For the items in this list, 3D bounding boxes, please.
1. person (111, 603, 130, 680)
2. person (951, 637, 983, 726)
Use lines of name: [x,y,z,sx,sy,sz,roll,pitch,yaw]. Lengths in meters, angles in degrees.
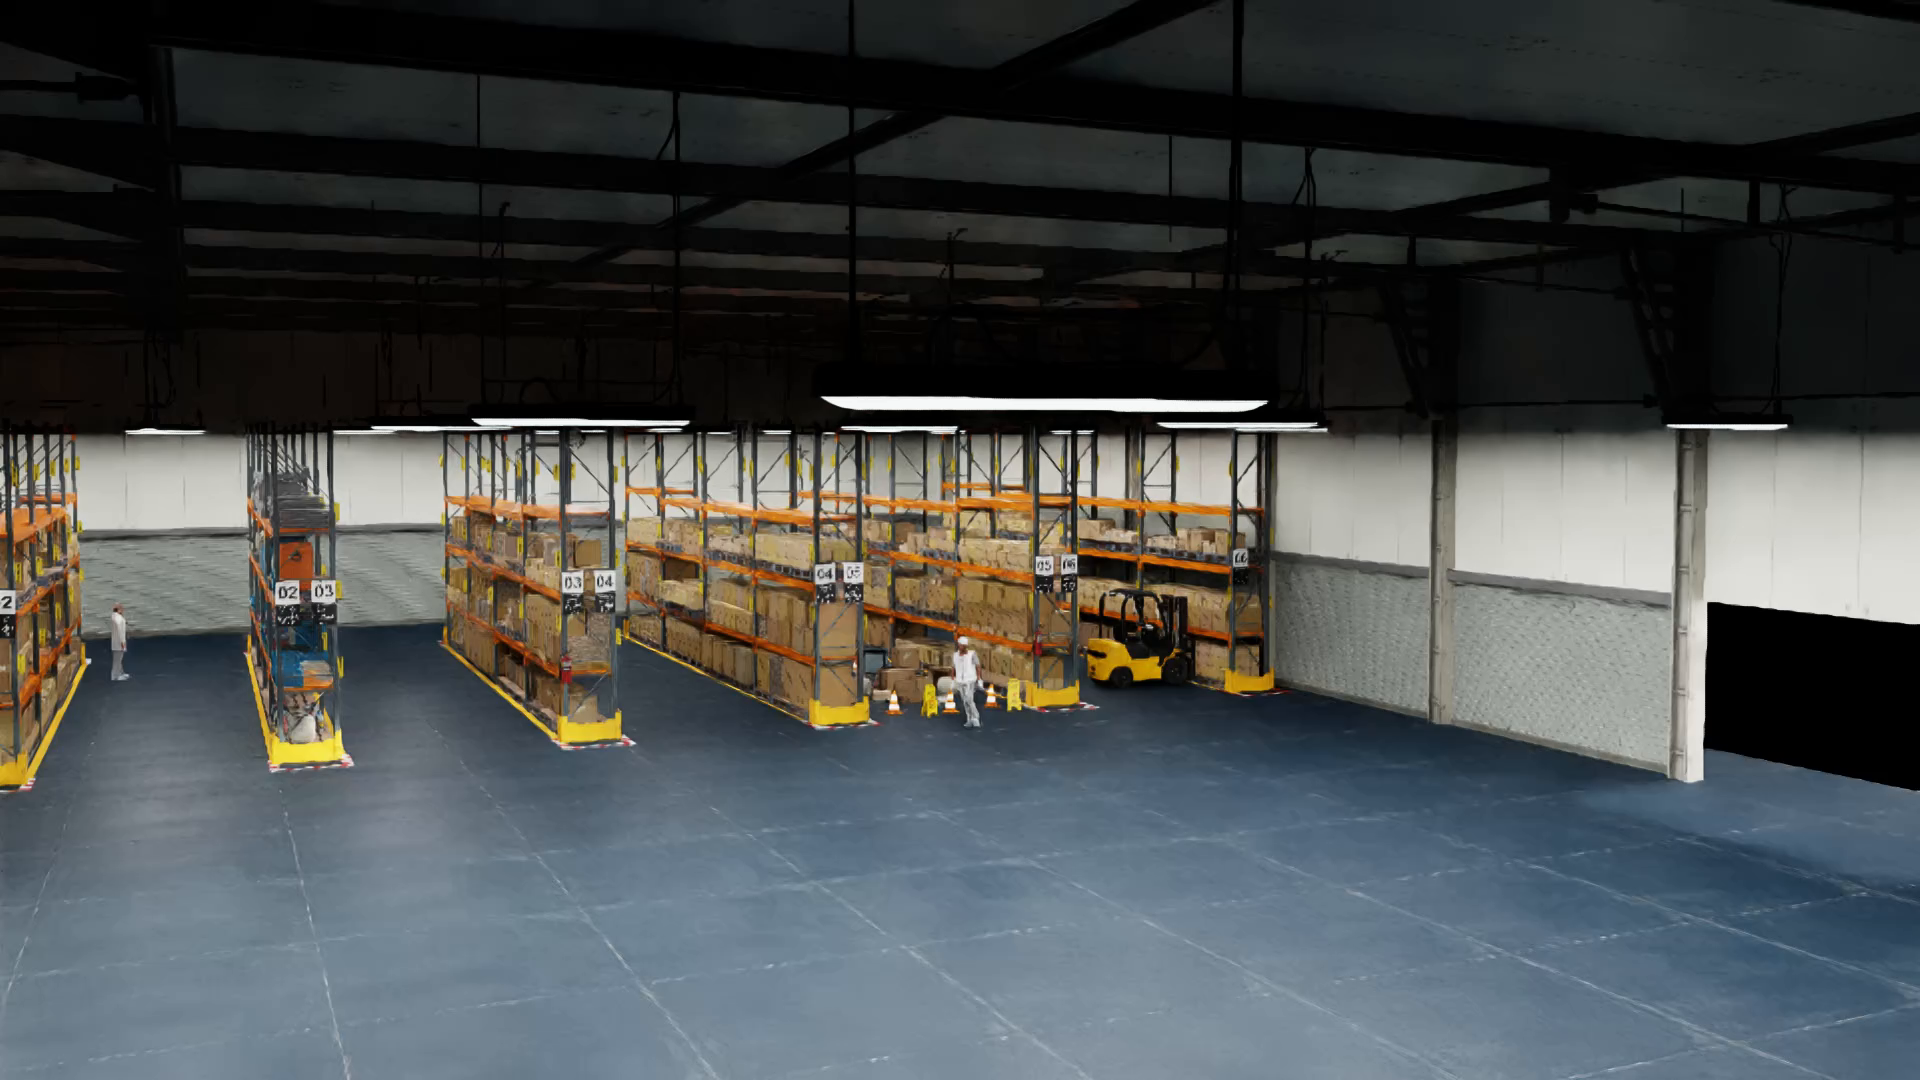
person: [-19.753,2.366,39.090,0.445,1.775,0.674,-3,4,-36]
person: [0.130,2.781,32.667,0.653,1.771,0.472,2,4,31]
